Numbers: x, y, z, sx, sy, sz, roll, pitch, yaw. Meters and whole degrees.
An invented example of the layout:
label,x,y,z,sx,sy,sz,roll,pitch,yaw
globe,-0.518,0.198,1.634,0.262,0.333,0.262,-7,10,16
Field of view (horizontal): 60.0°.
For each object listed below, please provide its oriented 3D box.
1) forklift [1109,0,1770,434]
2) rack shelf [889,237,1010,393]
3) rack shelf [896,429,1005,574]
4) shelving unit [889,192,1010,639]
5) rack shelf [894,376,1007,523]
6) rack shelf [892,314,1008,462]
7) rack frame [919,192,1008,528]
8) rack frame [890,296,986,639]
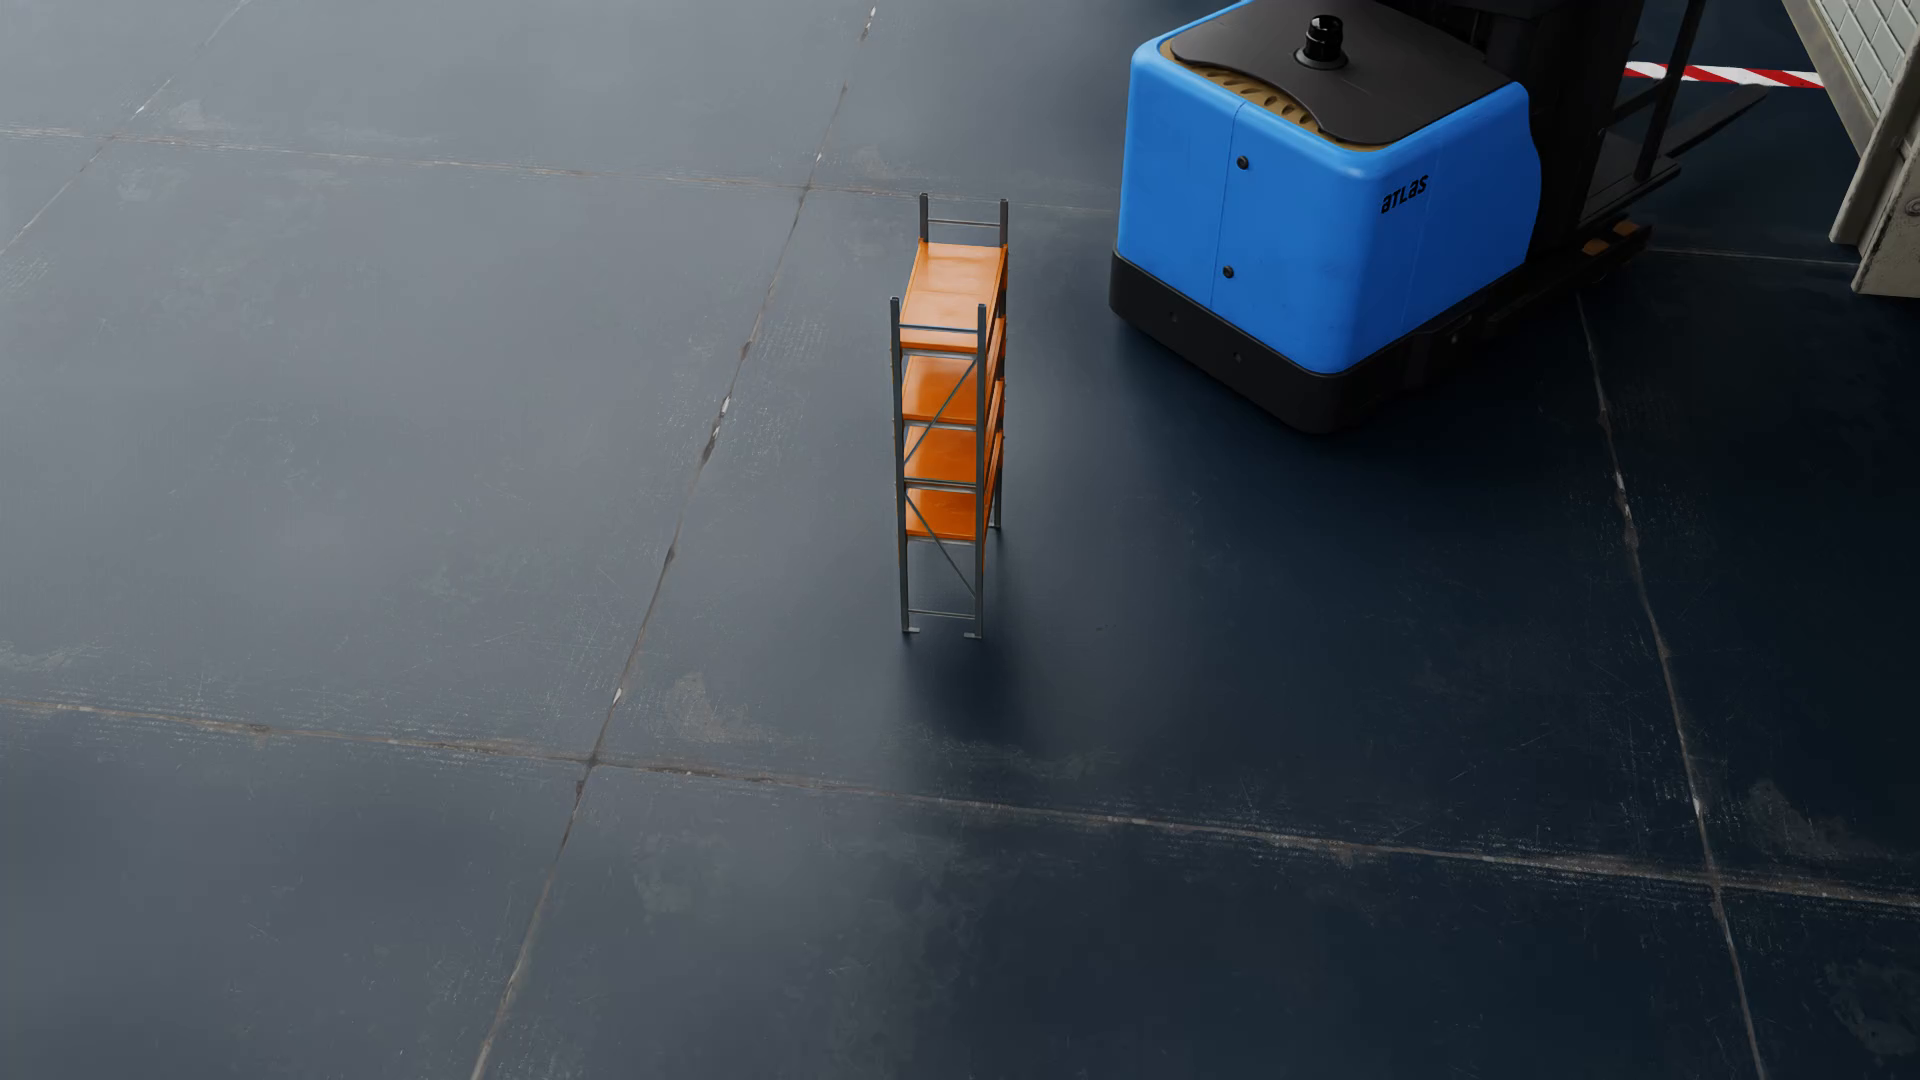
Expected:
label,x,y,z,sx,sy,sz,roll,pitch,yaw
forklift,1.993,-2.280,5.526,3.031,2.935,1.130,-30,51,-28
rack shelf,-0.022,-0.608,4.448,0.258,0.148,0.480,5,44,6
rack shelf,-0.022,-0.130,4.901,0.258,0.148,0.480,5,44,6
shelving unit,-0.022,-0.323,4.718,0.258,1.200,0.503,5,44,6
rack shelf,-0.022,-0.274,4.765,0.258,0.148,0.480,5,44,6
rack shelf,-0.022,-0.436,4.611,0.258,0.148,0.480,5,44,6
rack frame,0.010,-0.489,4.894,0.240,1.200,0.015,5,44,6
rack frame,-0.054,-0.157,4.543,0.240,1.200,0.015,5,44,6
